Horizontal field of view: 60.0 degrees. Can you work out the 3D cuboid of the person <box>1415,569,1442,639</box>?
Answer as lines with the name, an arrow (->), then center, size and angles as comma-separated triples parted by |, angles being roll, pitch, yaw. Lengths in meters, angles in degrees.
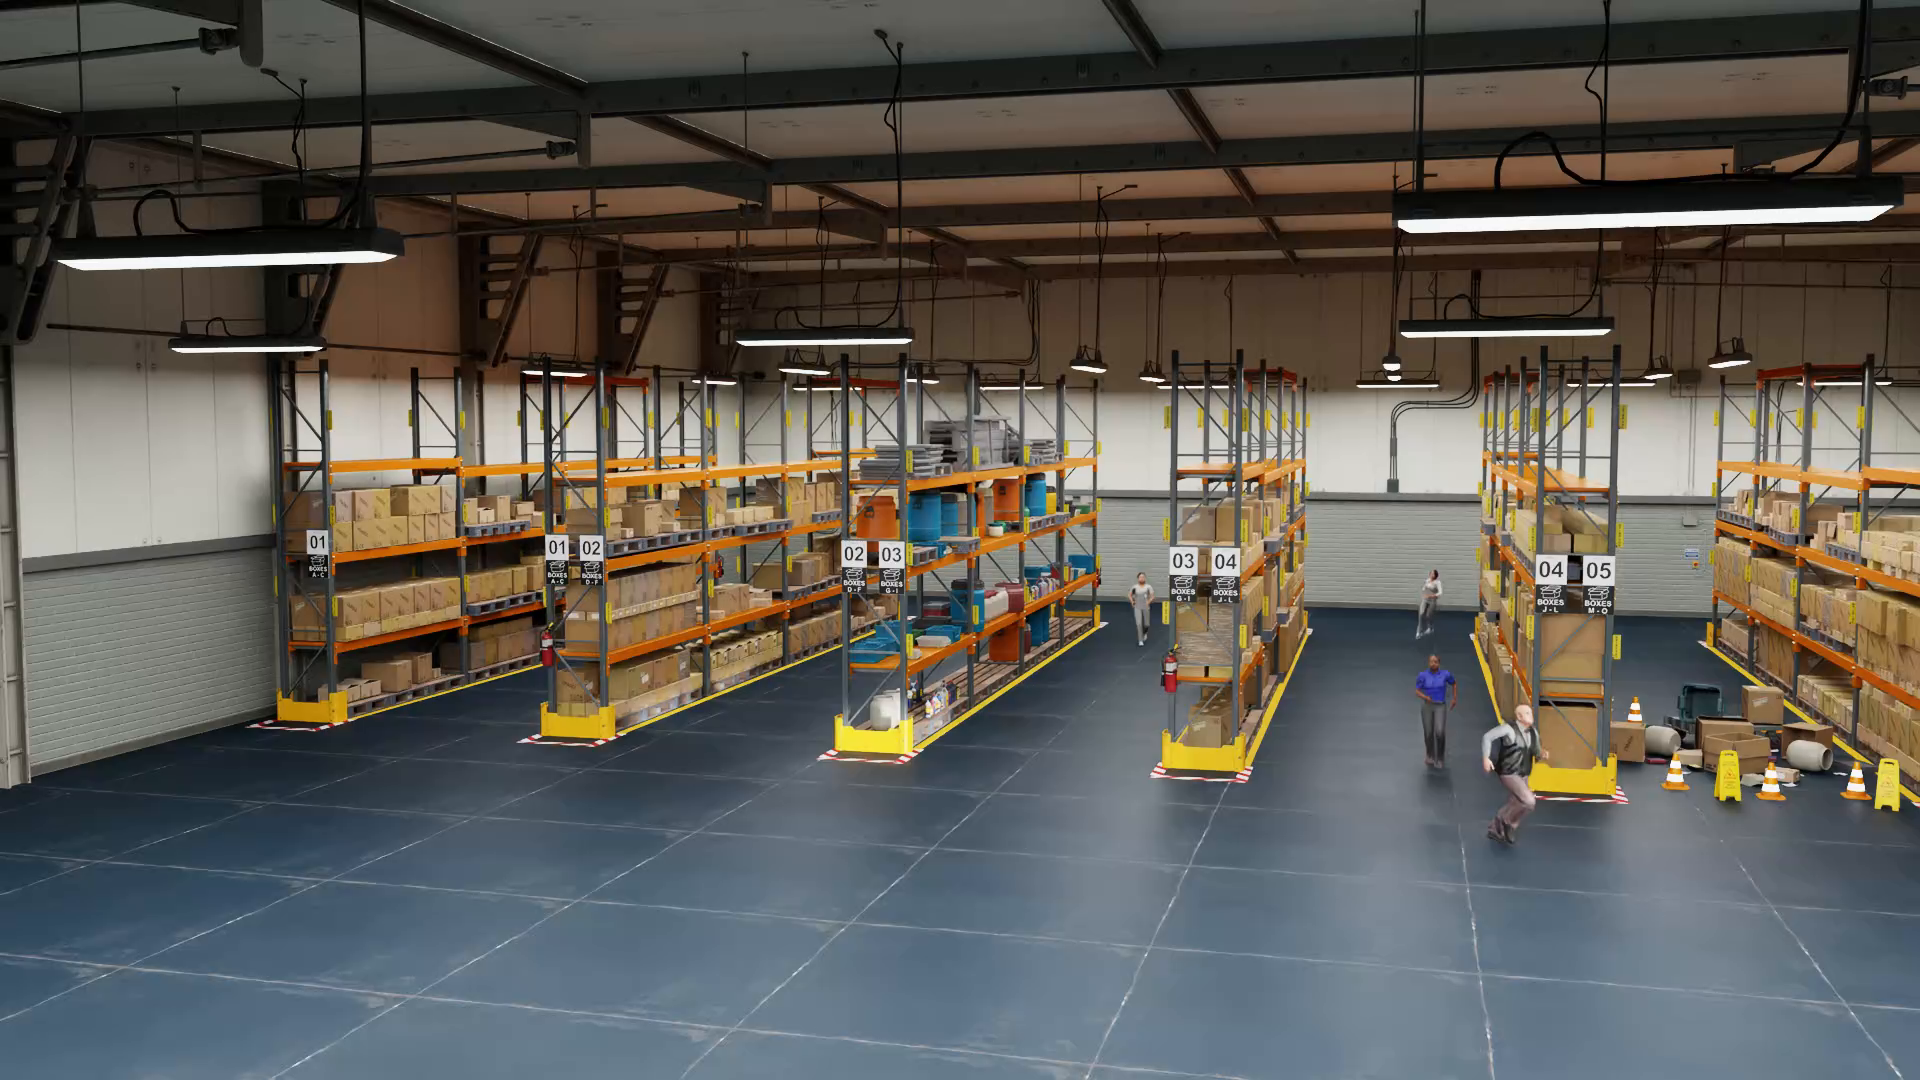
person -> 10.777, 1.463, 38.135 | 0.561, 1.577, 0.809 | 3, 5, 40

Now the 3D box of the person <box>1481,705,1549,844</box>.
person -> 6.498, 2.748, 19.416 | 0.690, 1.671, 0.766 | -3, 5, -32

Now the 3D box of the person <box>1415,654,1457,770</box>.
person -> 6.835, 2.485, 23.906 | 0.589, 1.714, 0.713 | 1, 4, 17

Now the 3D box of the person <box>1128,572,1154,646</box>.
person -> 4.026, 1.633, 37.036 | 0.557, 1.407, 0.667 | 0, 4, 4
